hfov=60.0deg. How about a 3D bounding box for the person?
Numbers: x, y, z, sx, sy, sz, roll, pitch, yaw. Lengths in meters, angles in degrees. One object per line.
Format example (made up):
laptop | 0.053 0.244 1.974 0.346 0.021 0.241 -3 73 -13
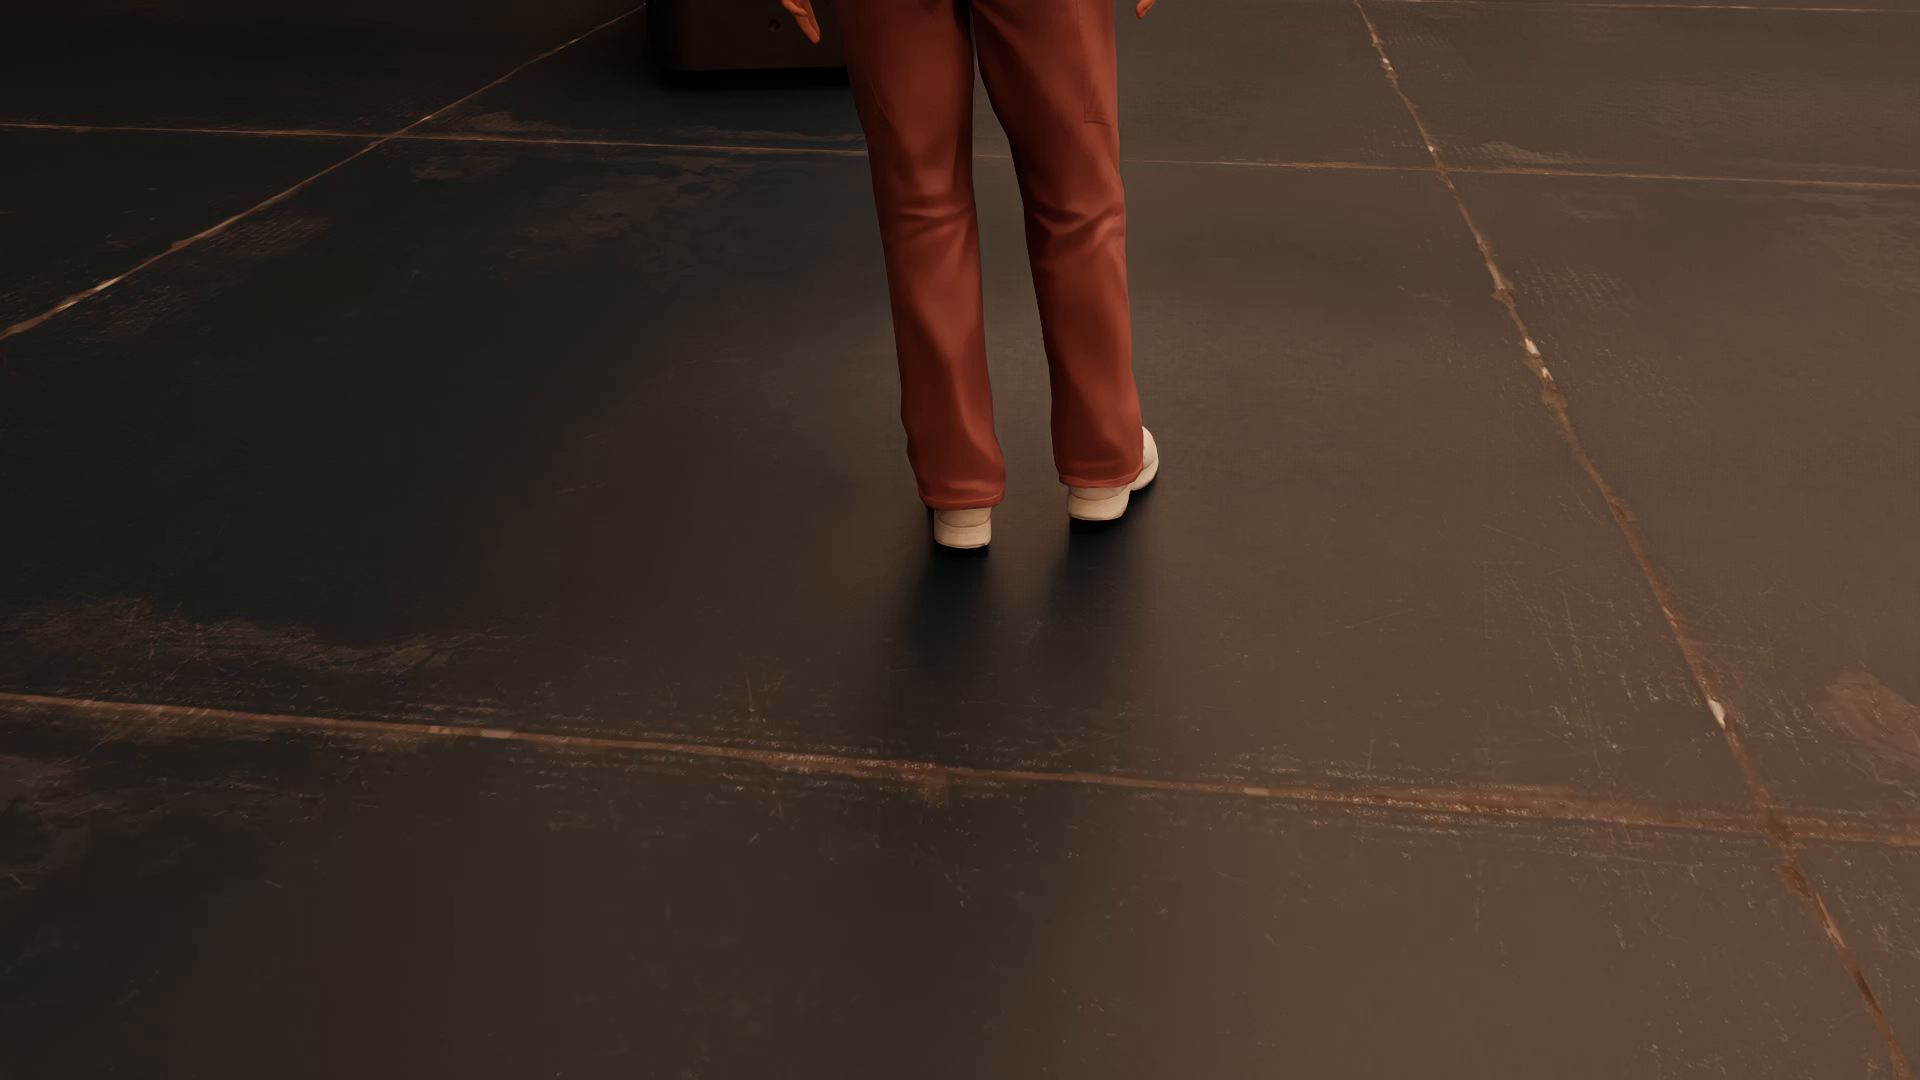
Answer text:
person | 0.021 -0.789 2.187 0.553 1.673 0.548 3 27 7

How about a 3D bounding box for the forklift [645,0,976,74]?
forklift | -0.687 -3.458 6.149 1.130 2.935 3.031 -4 27 -8
